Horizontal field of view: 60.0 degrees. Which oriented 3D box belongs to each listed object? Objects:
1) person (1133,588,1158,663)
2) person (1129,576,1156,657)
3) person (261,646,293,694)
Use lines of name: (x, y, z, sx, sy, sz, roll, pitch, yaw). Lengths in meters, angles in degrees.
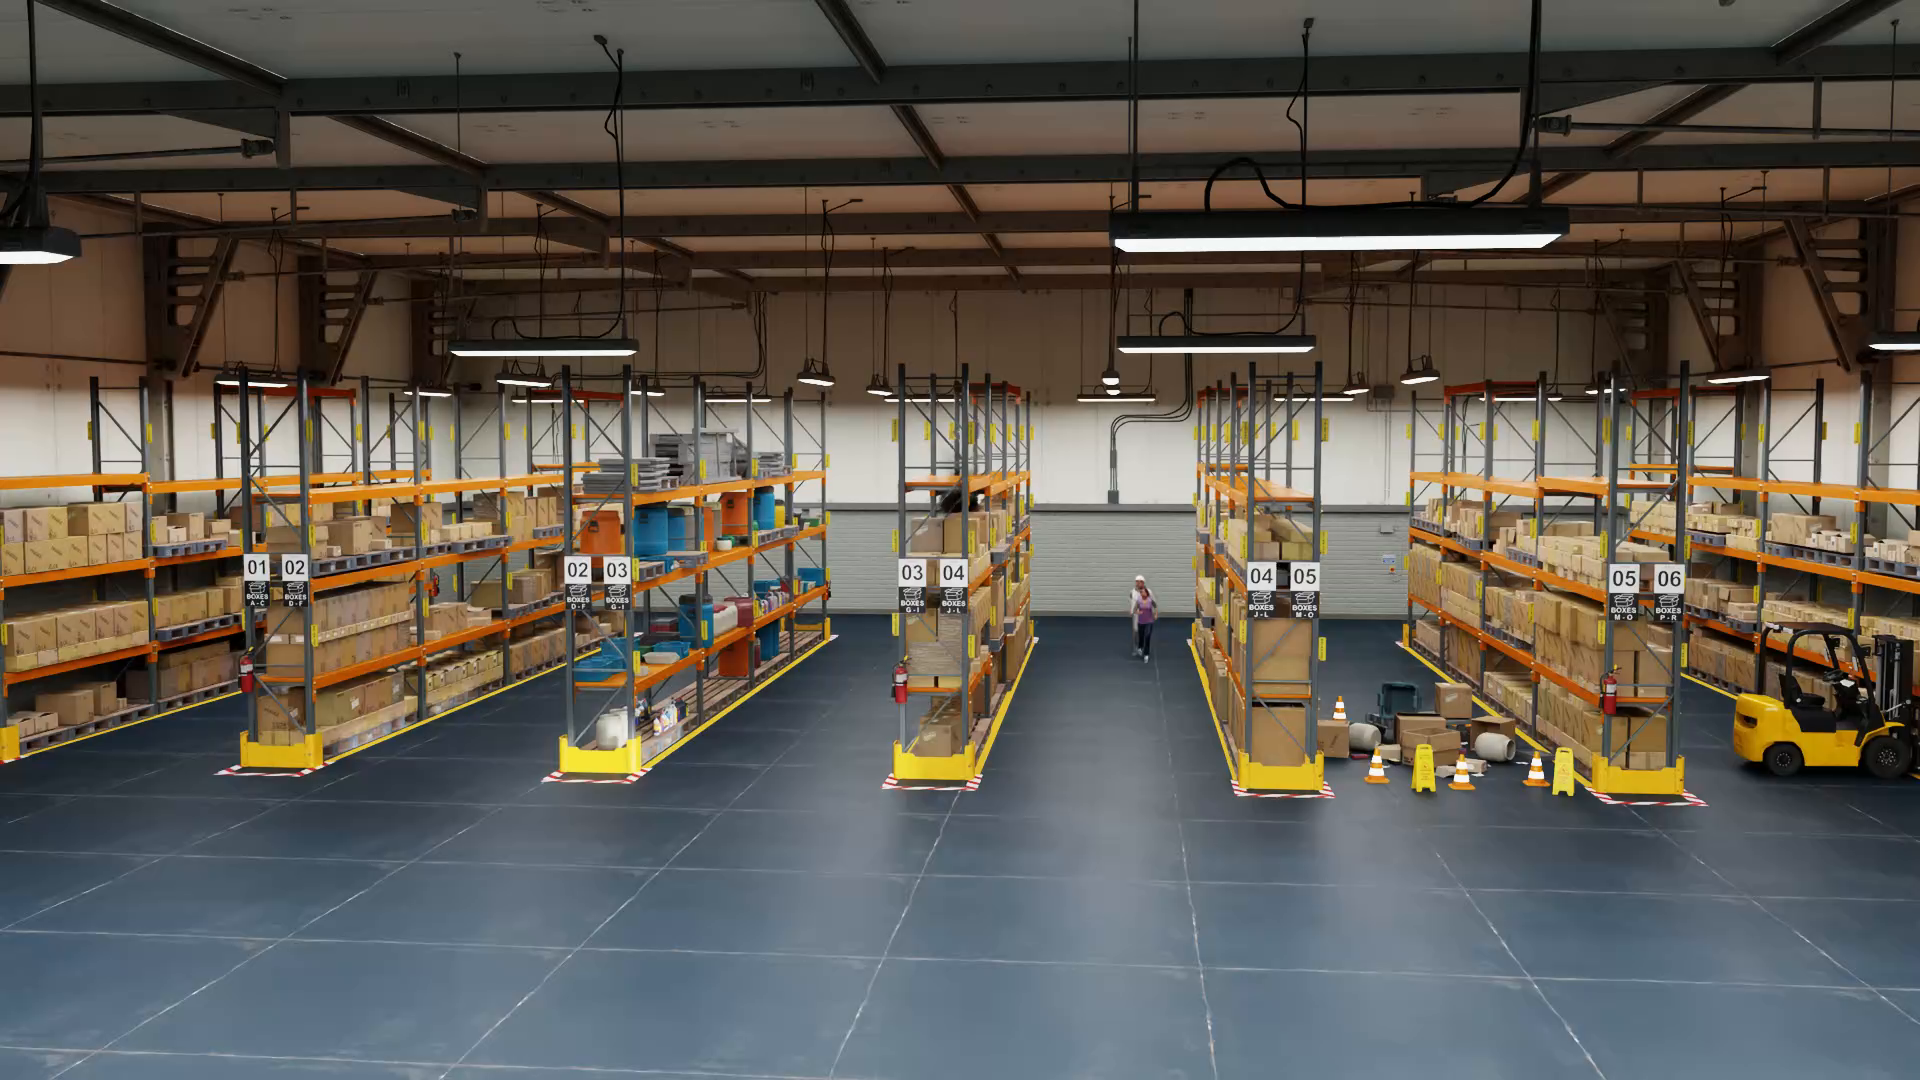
person: (4.090, 1.850, 36.678, 0.548, 1.621, 0.873, 1, 4, 10)
person: (4.121, 1.710, 37.629, 0.648, 1.833, 0.786, 1, 4, 15)
person: (-11.352, 2.305, 27.838, 0.664, 1.823, 0.809, 0, 4, 0)
